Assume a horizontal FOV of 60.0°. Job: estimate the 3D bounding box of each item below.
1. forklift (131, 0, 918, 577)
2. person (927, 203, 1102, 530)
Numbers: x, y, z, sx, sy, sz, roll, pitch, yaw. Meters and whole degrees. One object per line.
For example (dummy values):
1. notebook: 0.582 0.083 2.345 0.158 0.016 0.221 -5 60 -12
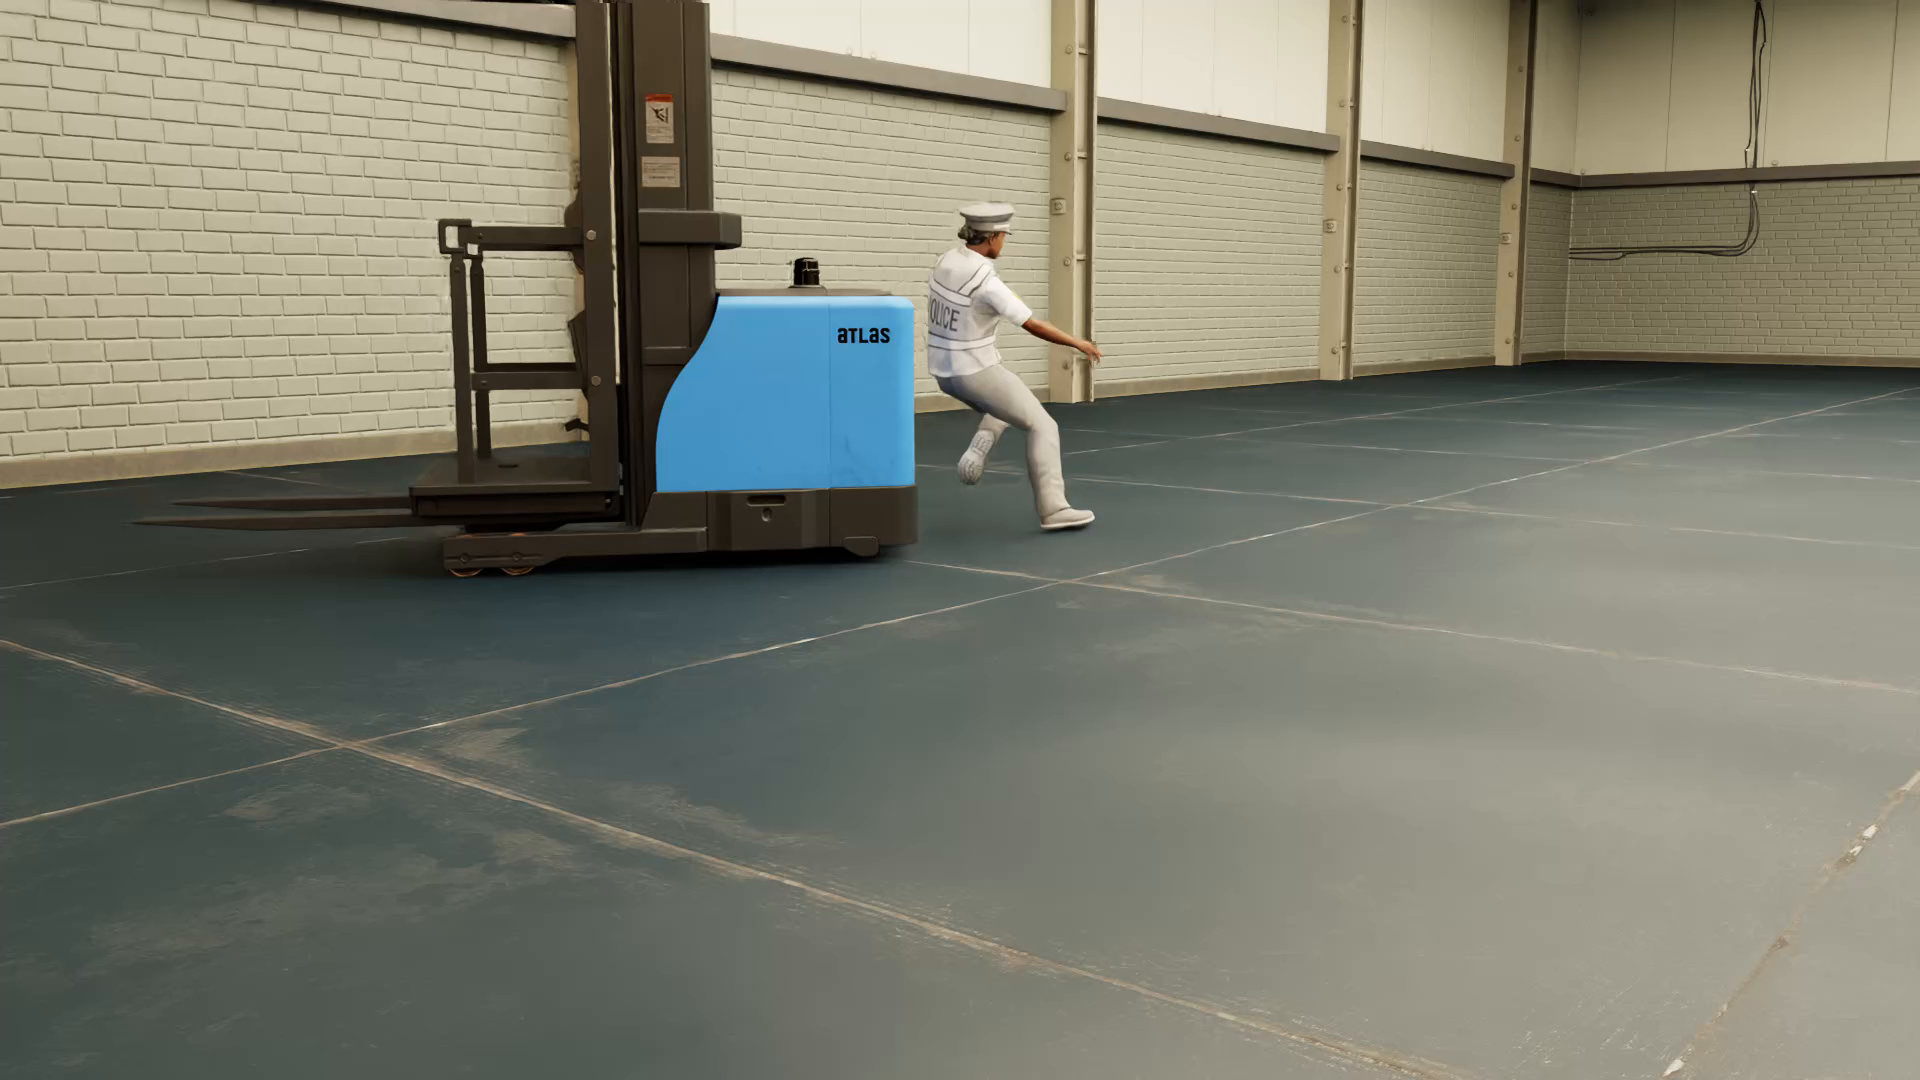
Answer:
1. forklift: -1.744 -1.390 6.780 3.031 2.935 1.130 -2 9 -12
2. person: 0.251 -0.825 7.859 0.723 1.493 0.750 -5 10 -32
